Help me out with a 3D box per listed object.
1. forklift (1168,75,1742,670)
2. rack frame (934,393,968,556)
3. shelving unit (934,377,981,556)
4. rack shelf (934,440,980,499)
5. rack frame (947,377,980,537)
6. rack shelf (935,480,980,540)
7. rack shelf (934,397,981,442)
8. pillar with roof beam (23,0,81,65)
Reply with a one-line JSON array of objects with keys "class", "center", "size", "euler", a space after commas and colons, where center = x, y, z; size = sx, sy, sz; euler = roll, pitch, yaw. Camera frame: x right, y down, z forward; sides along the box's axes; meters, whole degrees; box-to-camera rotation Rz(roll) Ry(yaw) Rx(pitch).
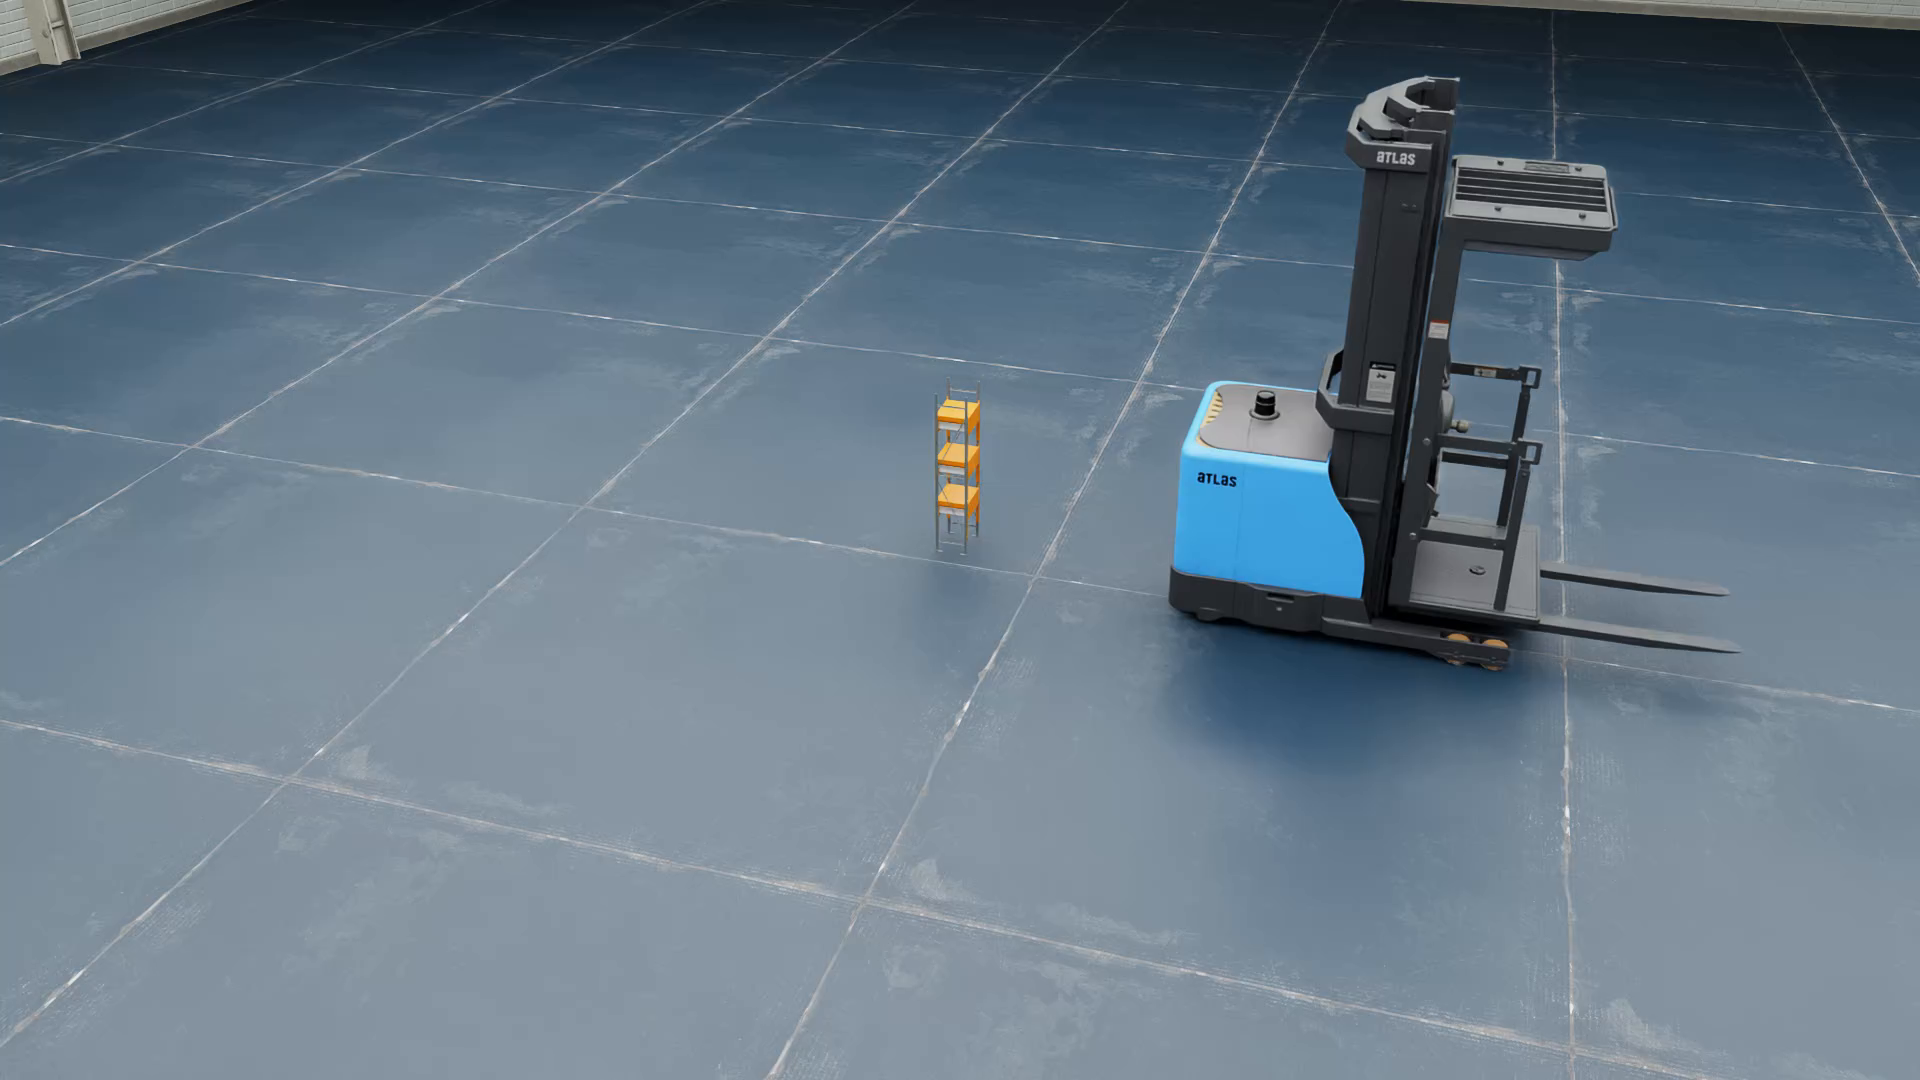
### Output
[{"class": "forklift", "center": [2.767, -0.863, 8.822], "size": [3.031, 2.935, 1.130], "euler": [8, 30, 15]}, {"class": "rack frame", "center": [-0.052, -0.377, 9.883], "size": [0.200, 1.050, 0.008], "euler": [8, 30, 15]}, {"class": "shelving unit", "center": [-0.016, -0.434, 9.985], "size": [0.215, 1.050, 0.252], "euler": [8, 30, 15]}, {"class": "rack shelf", "center": [-0.016, -0.425, 9.990], "size": [0.215, 0.259, 0.240], "euler": [8, 30, 15]}, {"class": "rack frame", "center": [0.020, -0.491, 10.087], "size": [0.200, 1.050, 0.008], "euler": [8, 30, 15]}, {"class": "rack shelf", "center": [-0.016, -0.182, 10.126], "size": [0.215, 0.259, 0.240], "euler": [8, 30, 15]}, {"class": "rack shelf", "center": [-0.016, -0.673, 9.852], "size": [0.215, 0.259, 0.240], "euler": [8, 30, 15]}, {"class": "pillar with roof beam", "center": [-7.432, -9.469, 18.051], "size": [9.100, 9.000, 0.400], "euler": [8, 30, 15]}]
